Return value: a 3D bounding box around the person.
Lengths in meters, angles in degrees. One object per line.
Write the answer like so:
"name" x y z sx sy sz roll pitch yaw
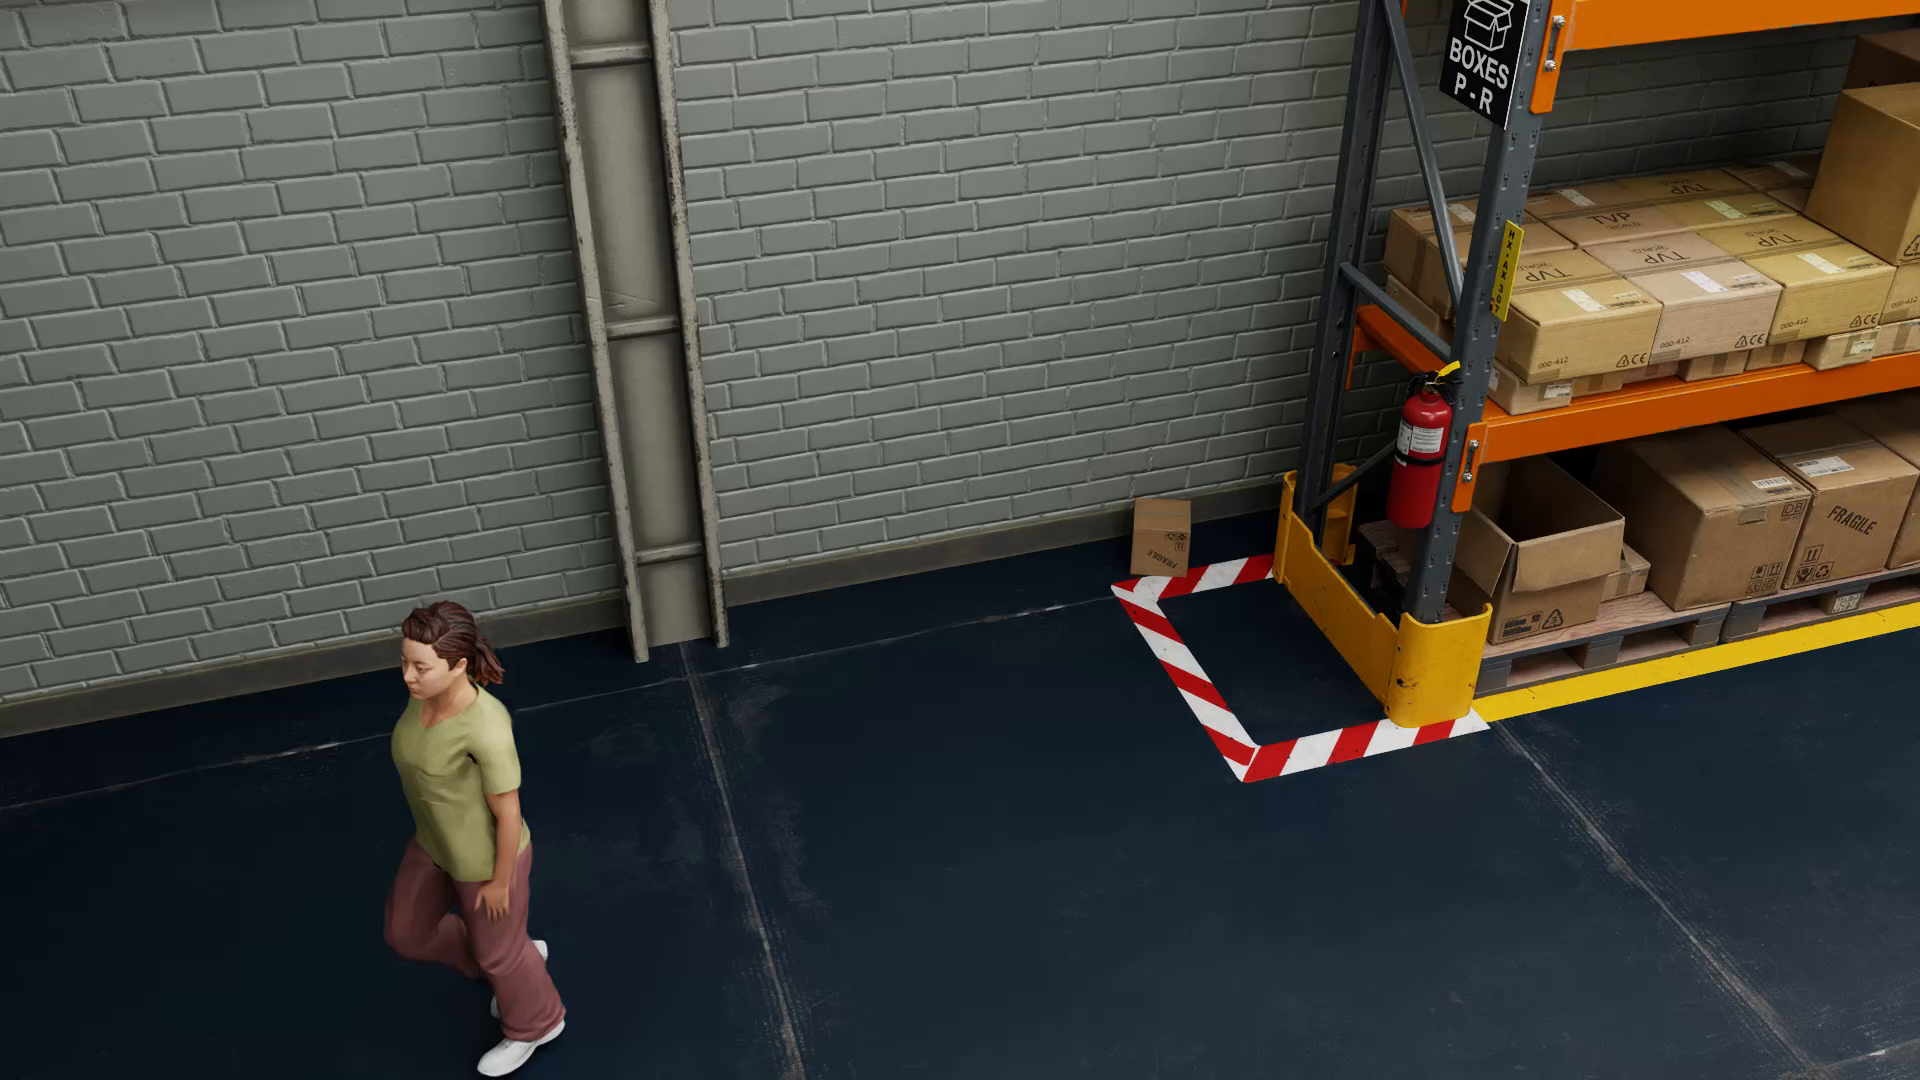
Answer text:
"person" -1.425 0.903 4.768 0.462 1.660 0.460 28 43 35
